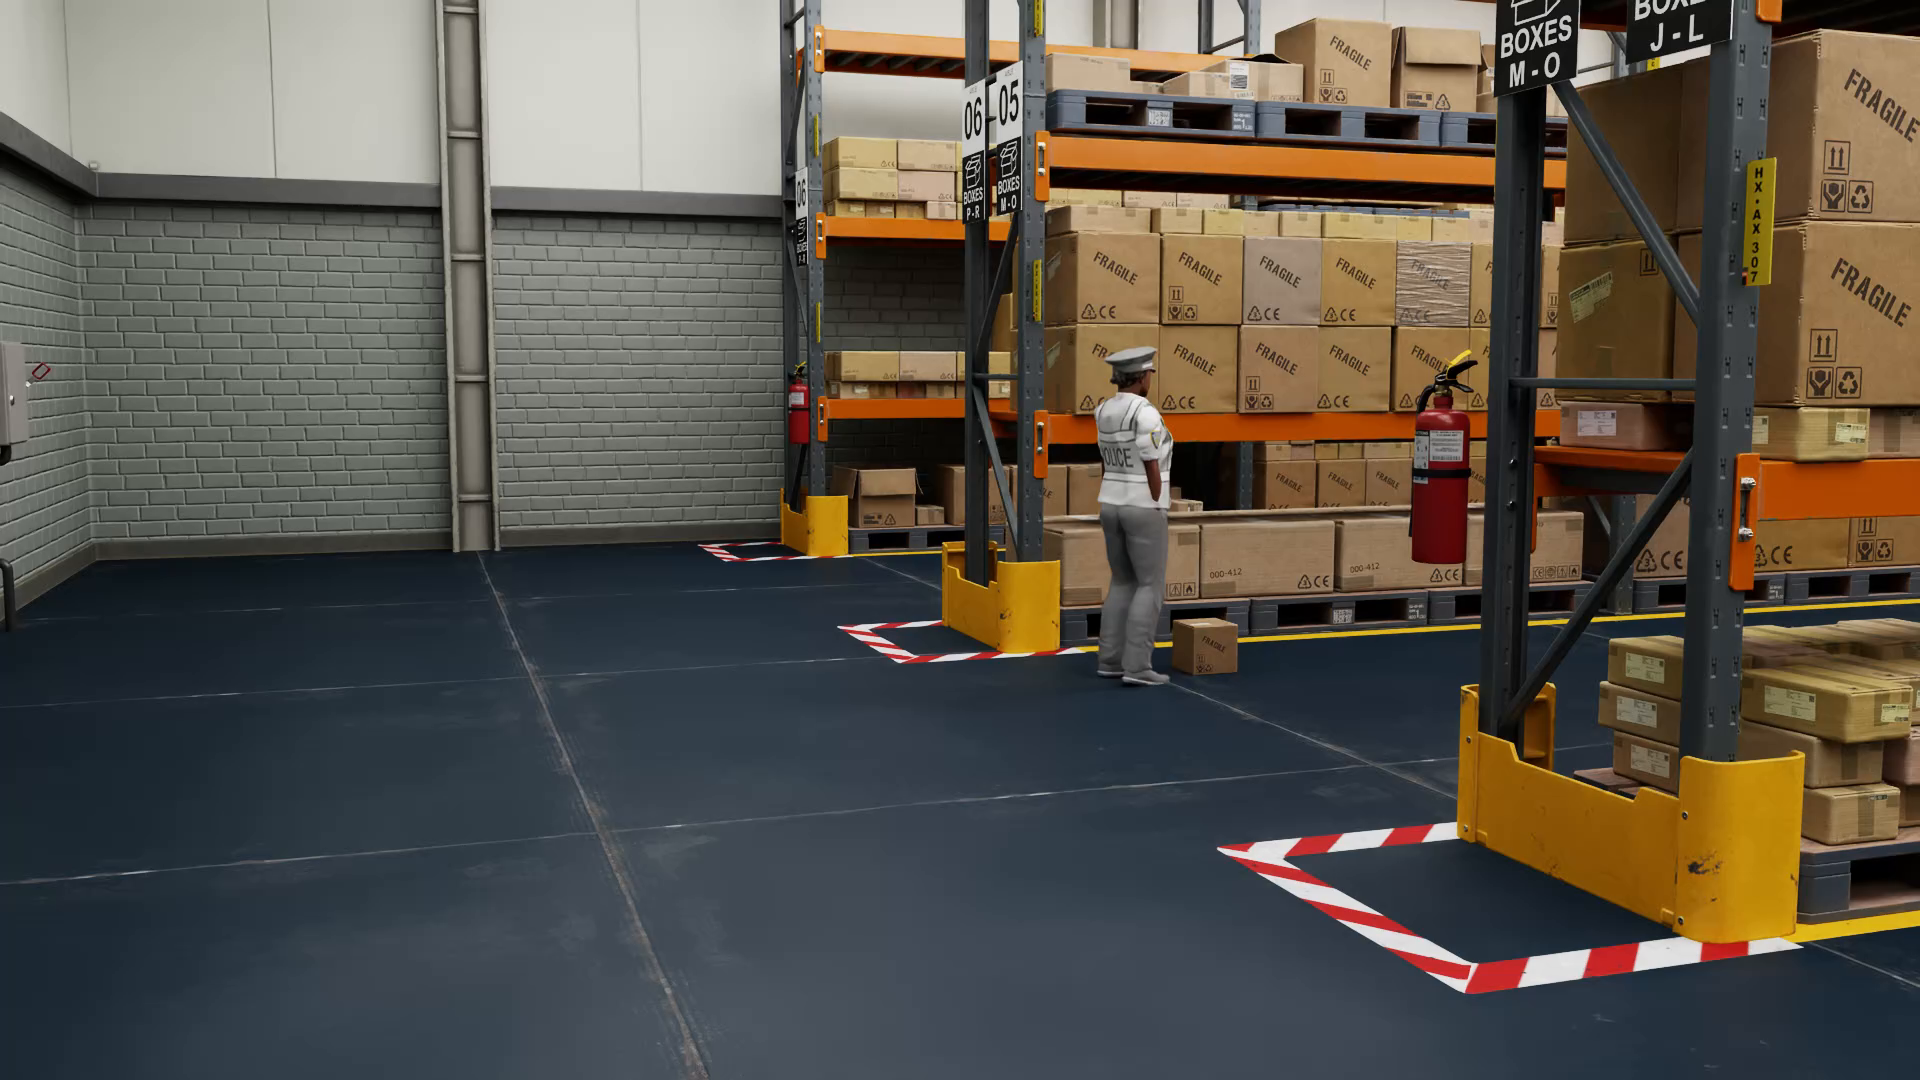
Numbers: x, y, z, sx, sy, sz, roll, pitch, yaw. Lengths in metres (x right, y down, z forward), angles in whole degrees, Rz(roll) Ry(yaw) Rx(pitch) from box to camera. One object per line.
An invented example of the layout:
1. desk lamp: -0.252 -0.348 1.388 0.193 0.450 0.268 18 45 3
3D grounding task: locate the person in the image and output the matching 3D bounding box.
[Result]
1. person: 0.868 -0.120 8.302 0.342 1.685 0.437 -4 7 -32
